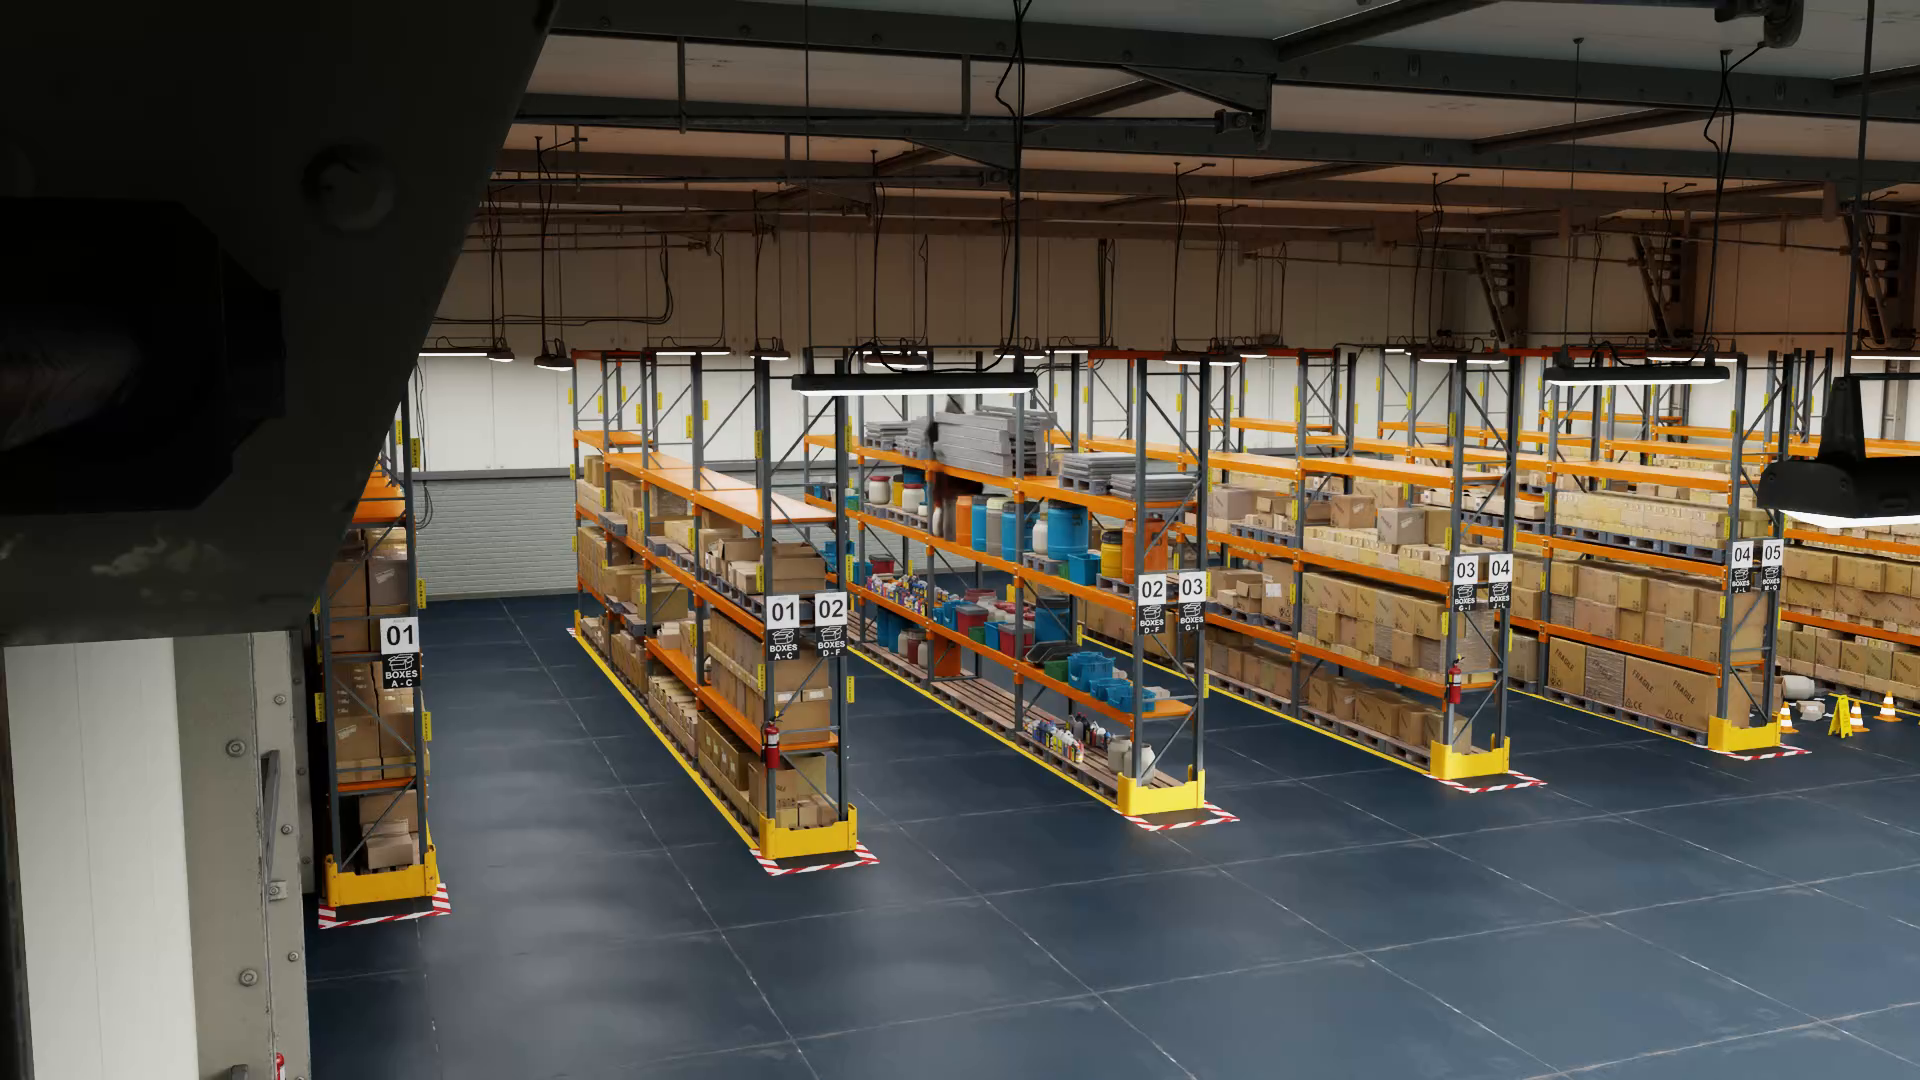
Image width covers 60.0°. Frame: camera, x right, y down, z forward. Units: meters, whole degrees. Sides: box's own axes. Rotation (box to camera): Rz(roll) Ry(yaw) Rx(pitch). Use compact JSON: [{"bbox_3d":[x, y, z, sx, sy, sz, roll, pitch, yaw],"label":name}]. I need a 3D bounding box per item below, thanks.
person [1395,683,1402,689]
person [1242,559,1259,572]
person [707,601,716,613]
[{"bbox_3d":[8.185,1.844,29.348,0.901,1.762,0.762,-1,7,-9],"label":"person"},{"bbox_3d":[7.407,0.277,42.008,0.595,1.677,0.660,-5,8,-33],"label":"person"},{"bbox_3d":[-5.045,1.228,34.183,0.600,1.819,0.869,-5,9,-36],"label":"person"}]
